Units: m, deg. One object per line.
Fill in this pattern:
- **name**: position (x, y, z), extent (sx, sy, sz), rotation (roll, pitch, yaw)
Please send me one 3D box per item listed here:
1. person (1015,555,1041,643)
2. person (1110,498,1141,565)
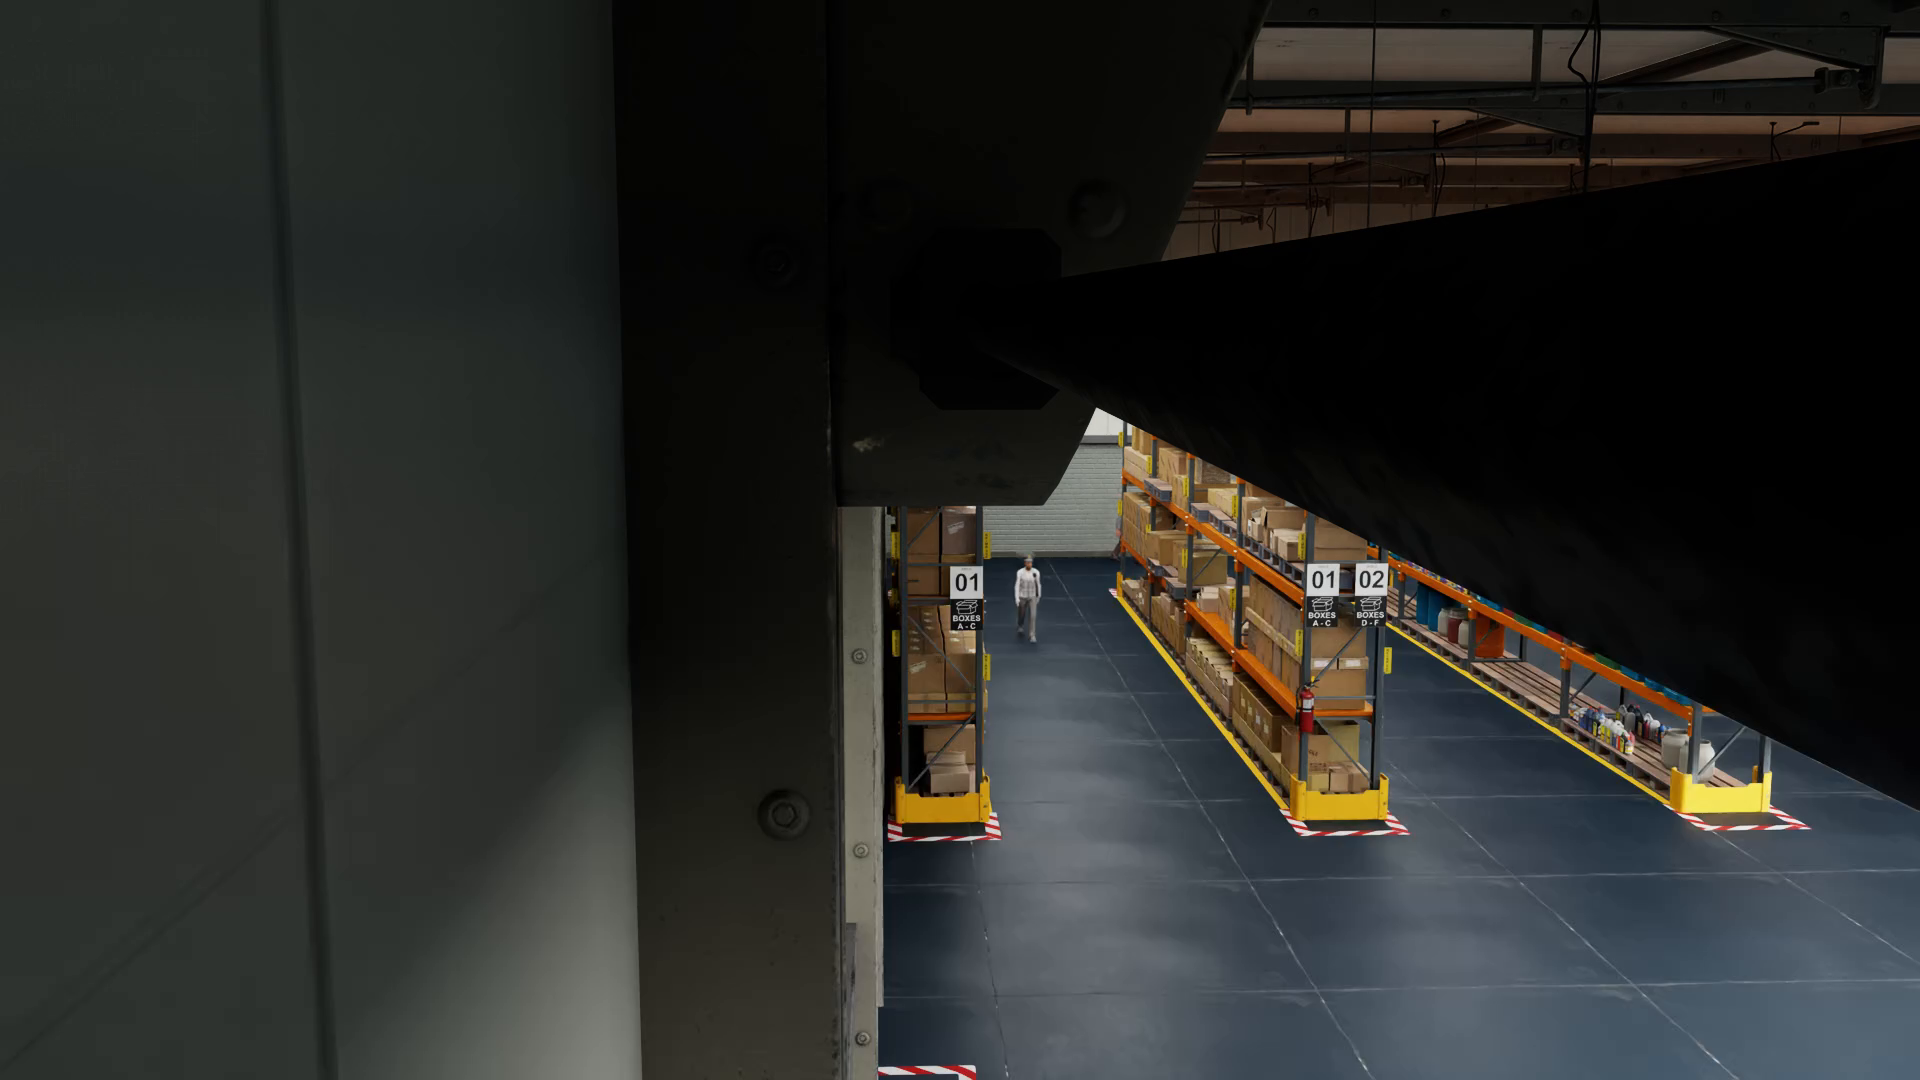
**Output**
- **person**: position (1.293, 1.075, 31.572), extent (0.506, 1.614, 1.013), rotation (0, 8, -3)
- **person**: position (4.142, -0.247, 40.813), extent (0.983, 1.679, 0.545), rotation (4, 9, 25)
